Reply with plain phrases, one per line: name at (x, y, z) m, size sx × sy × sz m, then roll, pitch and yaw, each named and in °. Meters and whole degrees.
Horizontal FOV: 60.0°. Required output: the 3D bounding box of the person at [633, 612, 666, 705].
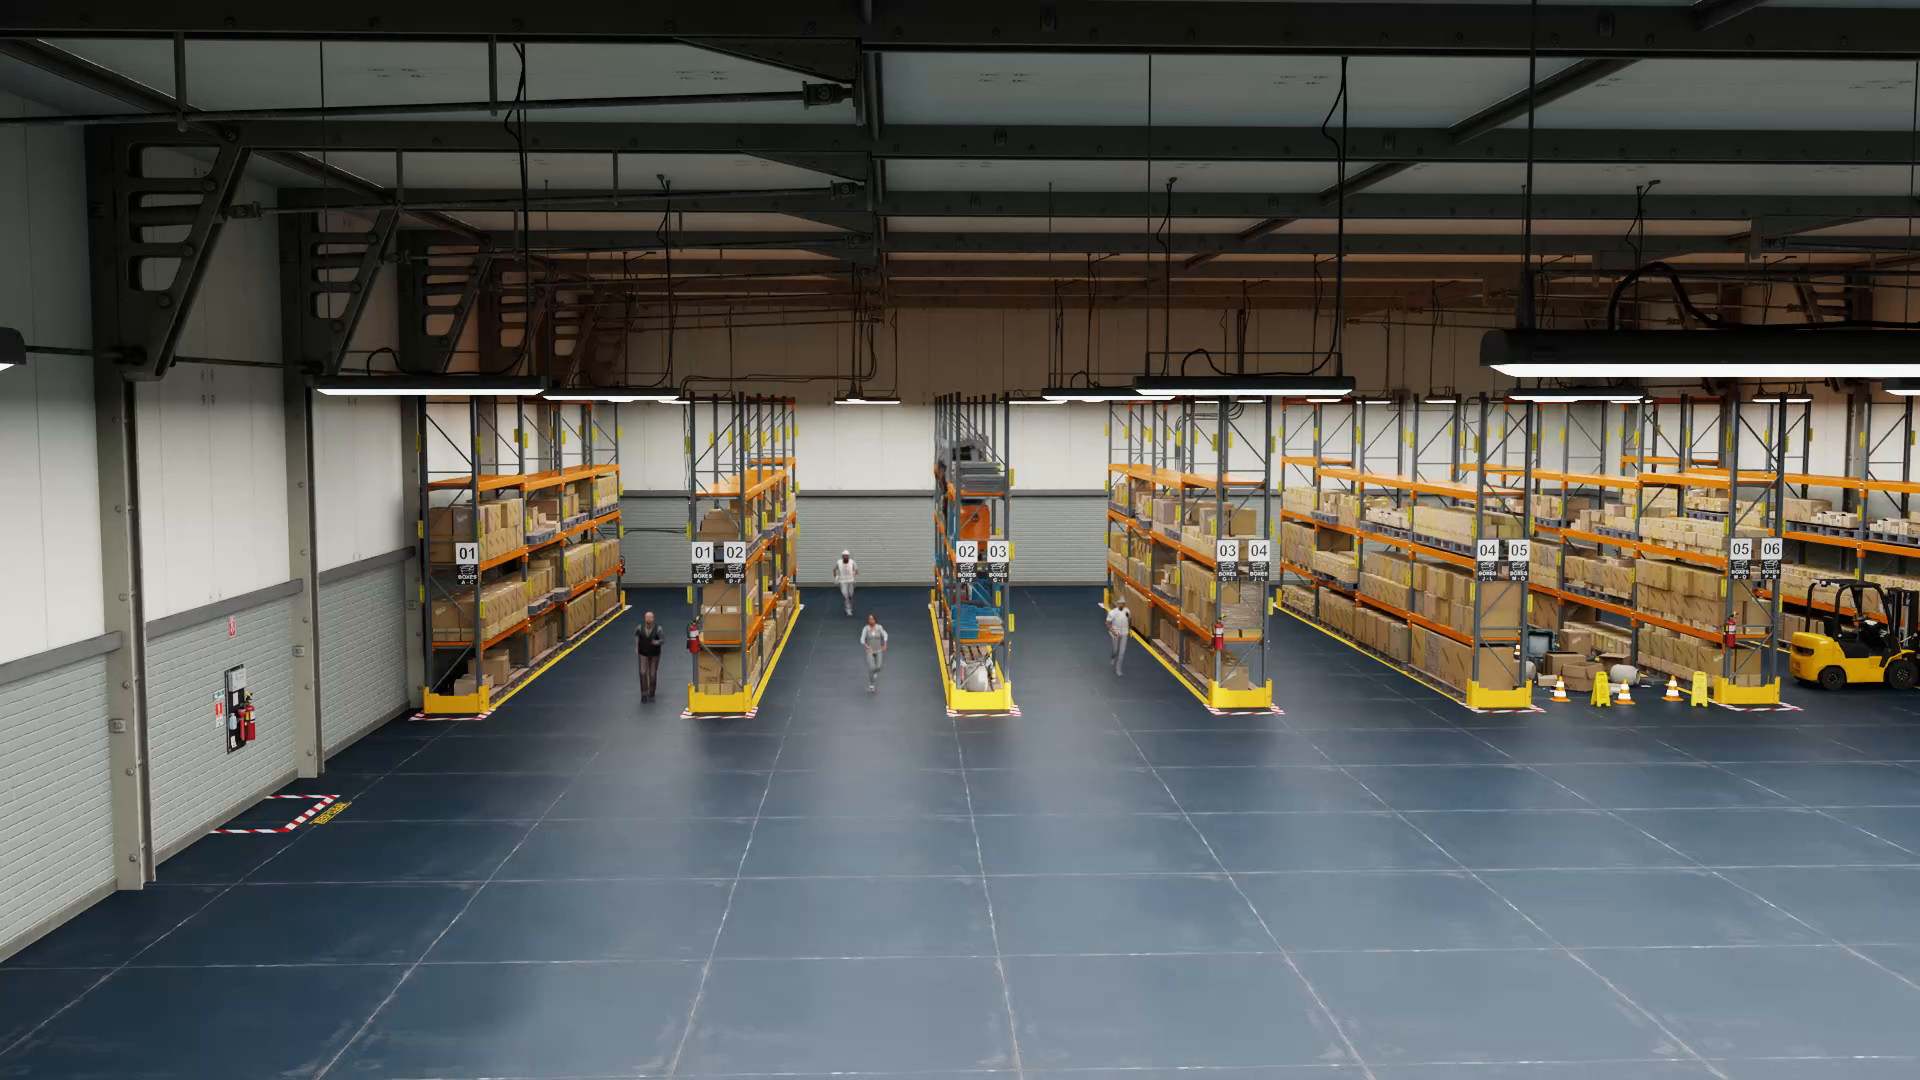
person at (-6.031, 2.282, 32.300) m, size 0.641 × 1.776 × 0.787 m, roll -1°, pitch 5°, yaw -9°

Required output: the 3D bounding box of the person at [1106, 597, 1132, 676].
person at (3.436, 2.040, 35.793) m, size 0.600 × 1.682 × 0.725 m, roll -1°, pitch 5°, yaw -10°

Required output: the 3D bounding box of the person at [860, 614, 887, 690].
person at (-1.731, 2.270, 33.526) m, size 0.560 × 1.558 × 0.605 m, roll -1°, pitch 5°, yaw -7°

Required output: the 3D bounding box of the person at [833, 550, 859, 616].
person at (-3.141, 1.172, 45.844) m, size 0.678 × 1.790 × 0.894 m, roll -1°, pitch 5°, yaw -13°

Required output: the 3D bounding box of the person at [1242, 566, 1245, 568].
person at (7.638, 1.200, 46.053) m, size 0.546 × 1.699 × 0.707 m, roll 0°, pitch 5°, yaw -1°
